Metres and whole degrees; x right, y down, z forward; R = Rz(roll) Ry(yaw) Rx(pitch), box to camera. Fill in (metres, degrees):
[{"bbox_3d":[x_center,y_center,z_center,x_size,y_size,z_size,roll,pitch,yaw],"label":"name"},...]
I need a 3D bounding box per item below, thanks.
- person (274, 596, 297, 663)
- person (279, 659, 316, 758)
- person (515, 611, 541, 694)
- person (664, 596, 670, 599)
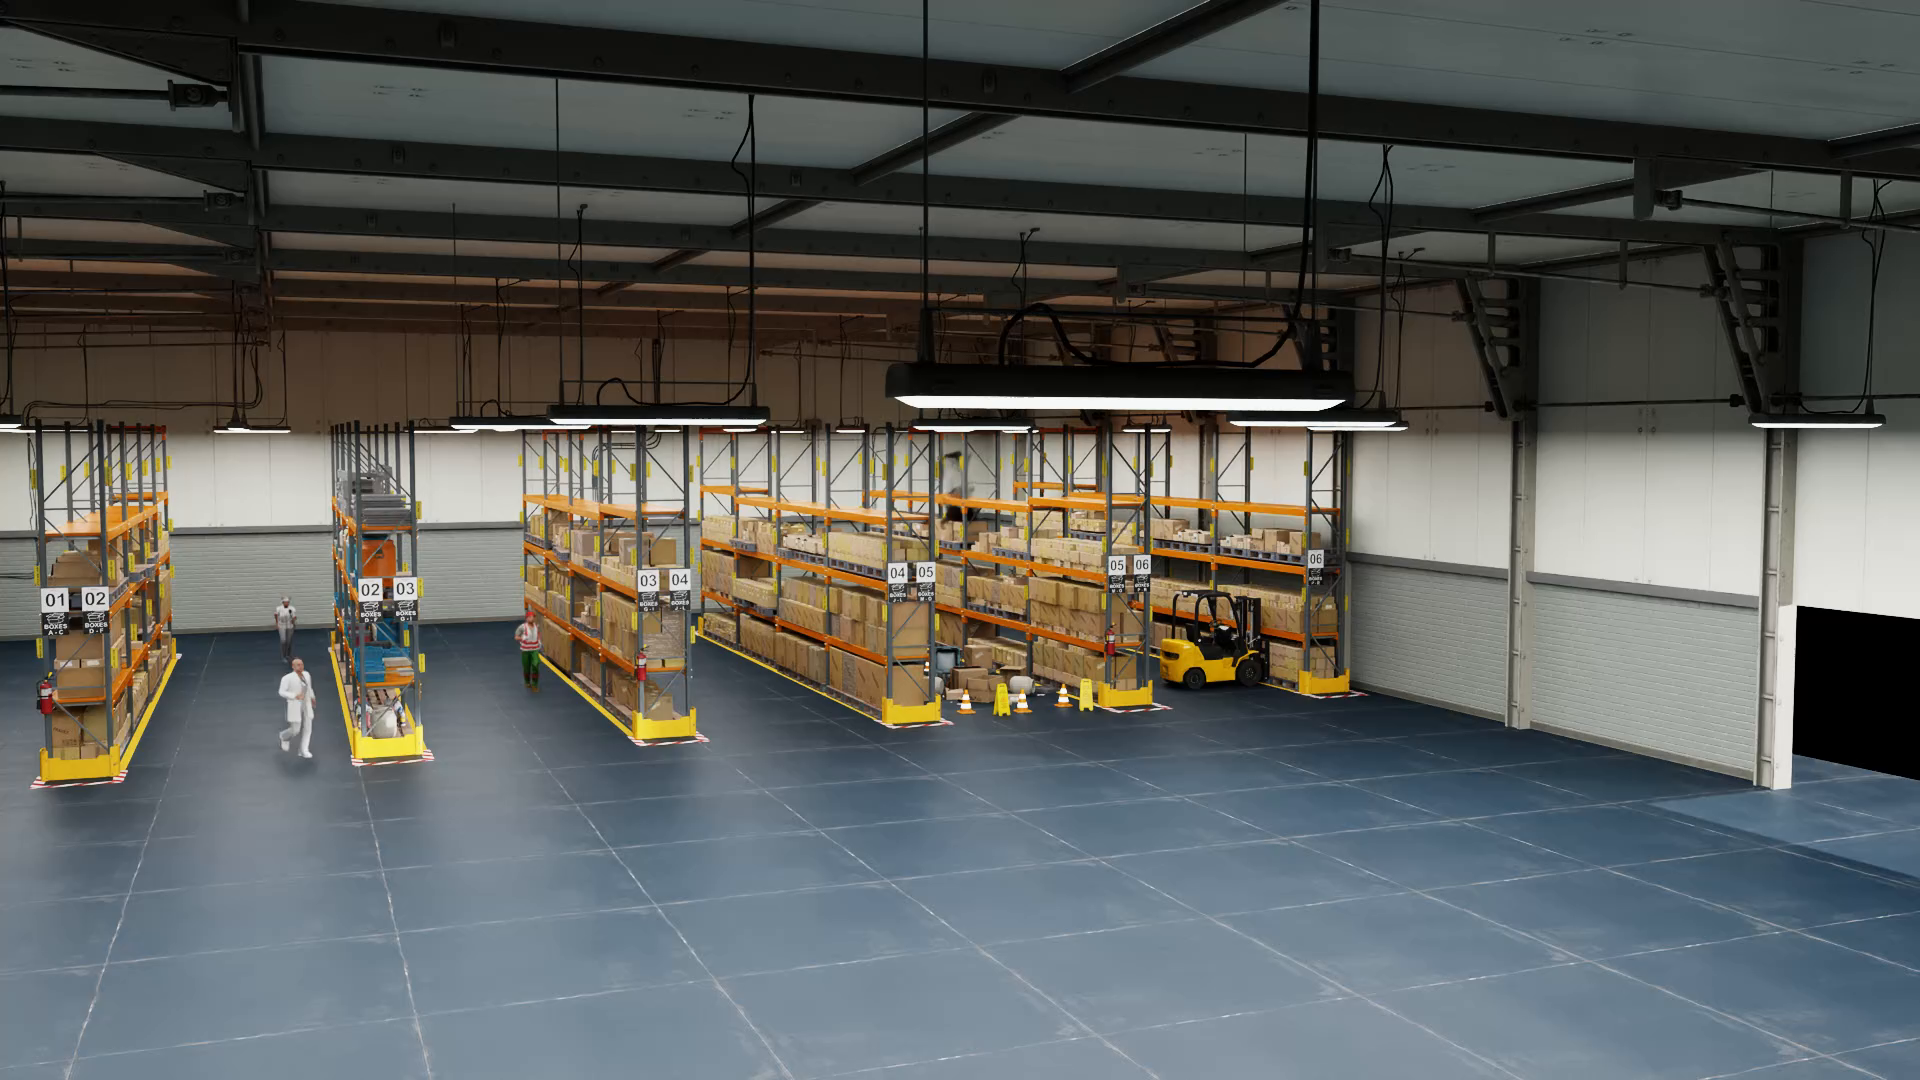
[{"bbox_3d":[-17.101,2.273,42.208,0.505,1.739,0.846,-2,4,-30],"label":"person"},{"bbox_3d":[-11.834,2.988,29.694,0.835,1.745,0.712,3,4,36],"label":"person"},{"bbox_3d":[-9.656,2.513,37.232,0.616,1.851,0.775,-2,4,-26],"label":"person"},{"bbox_3d":[-7.913,2.058,45.668,0.581,1.650,0.637,-1,4,-12],"label":"person"}]
